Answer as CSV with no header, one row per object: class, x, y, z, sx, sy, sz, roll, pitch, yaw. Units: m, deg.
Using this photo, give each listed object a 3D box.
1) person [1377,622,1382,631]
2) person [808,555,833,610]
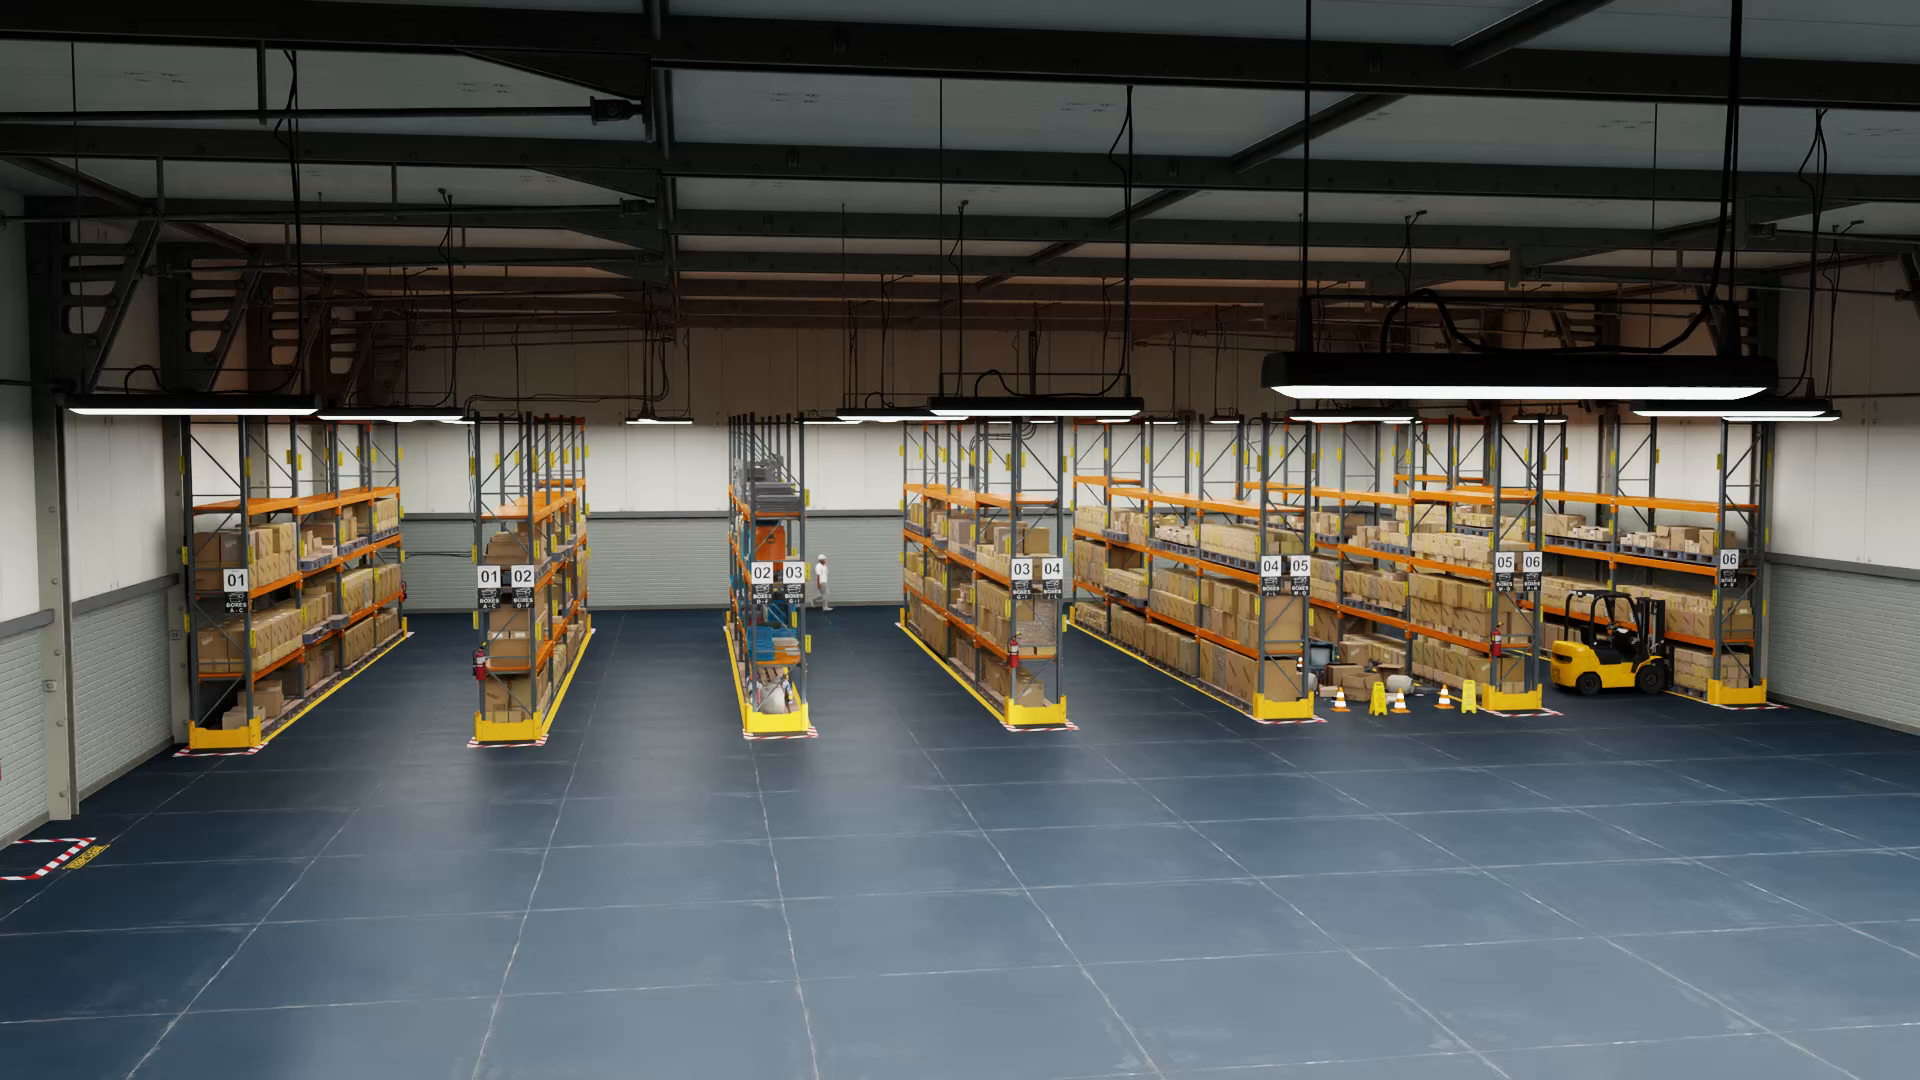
person,11.668,1.669,46.621,0.607,1.759,0.422,-3,5,-42
person,-4.349,1.321,51.830,0.773,1.739,0.560,0,4,-3
